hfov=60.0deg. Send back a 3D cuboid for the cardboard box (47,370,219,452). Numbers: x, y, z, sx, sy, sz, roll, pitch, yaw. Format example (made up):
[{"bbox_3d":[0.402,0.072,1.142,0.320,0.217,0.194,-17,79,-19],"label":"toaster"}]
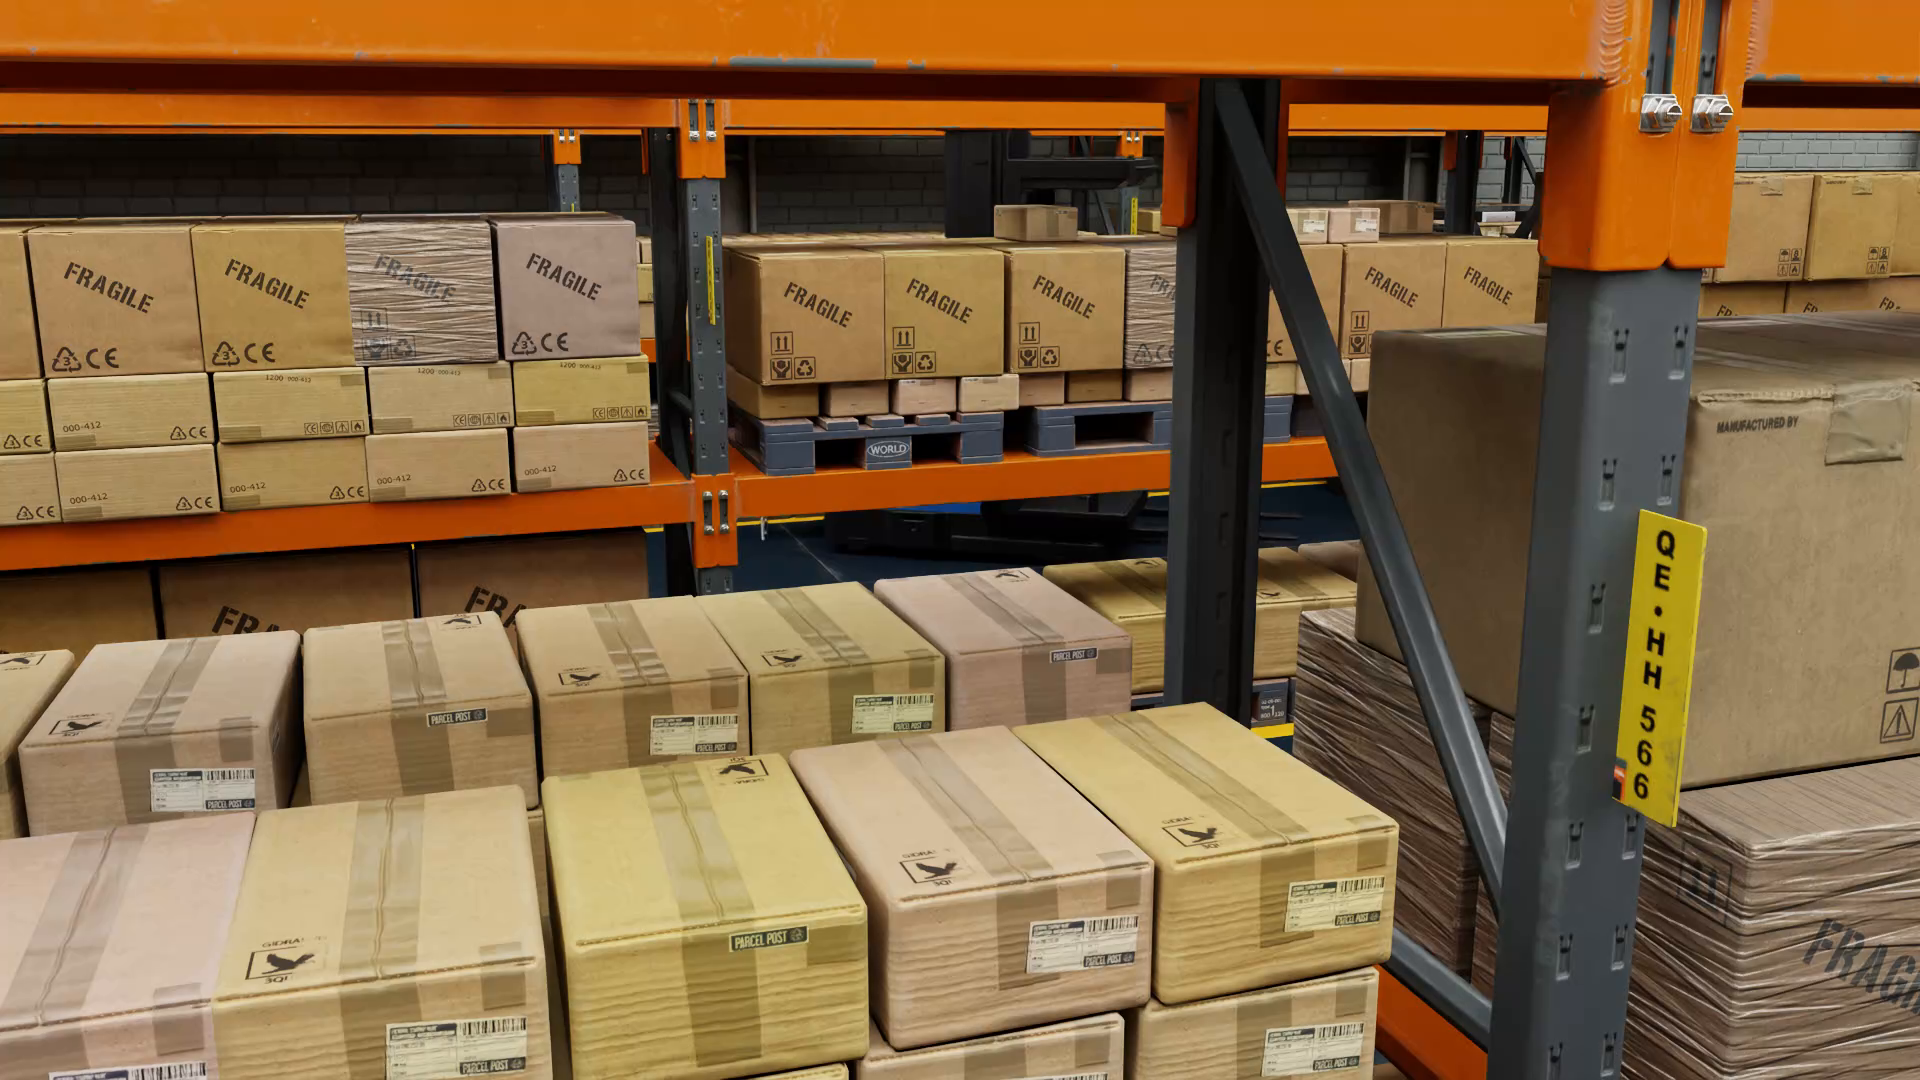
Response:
[{"bbox_3d":[-2.954,-0.496,5.988,0.500,0.250,0.500,-5,14,-20],"label":"cardboard box"}]

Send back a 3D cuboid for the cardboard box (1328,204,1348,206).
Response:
[{"bbox_3d":[3.223,-2.674,13.641,0.250,0.149,0.380,-5,14,-19],"label":"cardboard box"}]

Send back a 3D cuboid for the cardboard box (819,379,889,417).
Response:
[{"bbox_3d":[-0.475,-0.615,6.882,0.250,0.149,0.380,-5,14,-22],"label":"cardboard box"}]

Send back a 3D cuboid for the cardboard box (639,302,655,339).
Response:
[{"bbox_3d":[-2.209,-1.531,11.420,0.500,0.250,0.500,-4,14,-18],"label":"cardboard box"}]

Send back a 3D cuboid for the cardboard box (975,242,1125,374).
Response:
[{"bbox_3d":[0.373,-0.997,7.086,0.500,0.500,0.500,-4,14,-17],"label":"cardboard box"}]

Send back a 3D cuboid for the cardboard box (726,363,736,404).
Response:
[{"bbox_3d":[-0.885,-0.694,7.214,0.250,0.149,0.380,-4,14,-16],"label":"cardboard box"}]

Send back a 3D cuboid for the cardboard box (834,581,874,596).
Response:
[{"bbox_3d":[-0.582,0.498,7.337,0.625,0.372,0.950,-5,14,-22],"label":"cardboard box"}]

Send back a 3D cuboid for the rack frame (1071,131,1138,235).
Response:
[{"bbox_3d":[1.084,-1.920,12.732,0.127,3.000,1.000,-4,14,-18],"label":"rack frame"}]

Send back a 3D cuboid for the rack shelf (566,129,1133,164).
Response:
[{"bbox_3d":[-0.812,-2.882,11.847,4.000,0.370,1.077,-4,14,-18],"label":"rack shelf"}]

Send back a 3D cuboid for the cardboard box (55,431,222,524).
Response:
[{"bbox_3d":[-2.953,-0.250,6.037,0.500,0.250,0.500,-5,14,-19],"label":"cardboard box"}]

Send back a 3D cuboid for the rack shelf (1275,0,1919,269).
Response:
[{"bbox_3d":[2.449,-0.715,2.739,4.000,0.370,1.077,-4,14,-18],"label":"rack shelf"}]

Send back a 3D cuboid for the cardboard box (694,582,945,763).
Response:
[{"bbox_3d":[-0.200,0.182,2.243,0.250,0.149,0.380,-5,14,-20],"label":"cardboard box"}]

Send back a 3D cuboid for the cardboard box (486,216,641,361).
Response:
[{"bbox_3d":[-1.527,-0.976,6.386,0.500,0.500,0.500,-5,14,-20],"label":"cardboard box"}]

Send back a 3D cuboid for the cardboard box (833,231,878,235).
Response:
[{"bbox_3d":[-0.778,-2.203,12.304,0.250,0.149,0.380,-4,14,-18],"label":"cardboard box"}]

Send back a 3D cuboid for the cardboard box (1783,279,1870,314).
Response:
[{"bbox_3d":[4.125,-1.072,8.311,0.500,0.500,0.500,-5,14,-19],"label":"cardboard box"}]

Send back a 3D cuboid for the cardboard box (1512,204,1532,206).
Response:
[{"bbox_3d":[4.603,-2.651,13.546,0.250,0.149,0.380,-4,14,-18],"label":"cardboard box"}]

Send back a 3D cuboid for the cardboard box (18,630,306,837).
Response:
[{"bbox_3d":[-0.941,0.239,2.004,0.250,0.149,0.380,-4,14,-15],"label":"cardboard box"}]

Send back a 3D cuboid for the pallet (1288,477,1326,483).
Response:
[{"bbox_3d":[3.009,-0.704,13.645,1.213,0.211,1.003,-4,14,-18],"label":"pallet"}]

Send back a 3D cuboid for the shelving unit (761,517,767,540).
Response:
[{"bbox_3d":[-1.079,-0.611,11.115,0.503,1.200,0.258,0,13,-1],"label":"shelving unit"}]

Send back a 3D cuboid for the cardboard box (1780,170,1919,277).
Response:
[{"bbox_3d":[4.597,-1.619,8.446,0.500,0.500,0.700,-5,14,-18],"label":"cardboard box"}]

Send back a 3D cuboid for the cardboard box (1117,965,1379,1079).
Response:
[{"bbox_3d":[0.231,0.452,1.755,0.250,0.149,0.380,-4,14,-17],"label":"cardboard box"}]

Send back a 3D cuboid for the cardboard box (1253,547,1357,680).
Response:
[{"bbox_3d":[1.494,0.336,8.020,0.625,0.372,0.950,-4,14,-15],"label":"cardboard box"}]

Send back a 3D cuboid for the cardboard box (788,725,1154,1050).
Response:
[{"bbox_3d":[-0.003,0.325,1.643,0.250,0.149,0.380,-5,14,-19],"label":"cardboard box"}]

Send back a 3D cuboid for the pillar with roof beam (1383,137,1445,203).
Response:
[{"bbox_3d":[5.301,-4.336,9.924,0.400,9.000,9.100,-4,14,-18],"label":"pillar with roof beam"}]

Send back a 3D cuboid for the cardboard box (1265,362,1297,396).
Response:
[{"bbox_3d":[1.299,-0.743,7.419,0.250,0.149,0.380,-4,14,-18],"label":"cardboard box"}]

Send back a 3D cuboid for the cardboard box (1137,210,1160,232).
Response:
[{"bbox_3d":[1.481,-2.387,12.436,0.250,0.149,0.380,-4,14,-17],"label":"cardboard box"}]

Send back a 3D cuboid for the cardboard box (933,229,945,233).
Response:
[{"bbox_3d":[-0.061,-2.255,12.524,0.250,0.149,0.380,-5,14,-19],"label":"cardboard box"}]

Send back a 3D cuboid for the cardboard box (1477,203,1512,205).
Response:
[{"bbox_3d":[4.489,-2.746,13.945,0.250,0.149,0.380,-5,14,-19],"label":"cardboard box"}]

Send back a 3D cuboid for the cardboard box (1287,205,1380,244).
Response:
[{"bbox_3d":[1.656,-1.407,7.409,0.250,0.149,0.380,-5,14,-20],"label":"cardboard box"}]

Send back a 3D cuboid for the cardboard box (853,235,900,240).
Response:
[{"bbox_3d":[-0.597,-2.073,11.757,0.250,0.149,0.380,-5,14,-20],"label":"cardboard box"}]

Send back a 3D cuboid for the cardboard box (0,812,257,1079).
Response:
[{"bbox_3d":[-0.734,0.382,1.406,0.250,0.149,0.380,-4,14,-18],"label":"cardboard box"}]

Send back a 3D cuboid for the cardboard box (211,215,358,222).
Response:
[{"bbox_3d":[-2.628,-1.015,6.551,0.500,0.500,0.500,-4,14,-16],"label":"cardboard box"}]

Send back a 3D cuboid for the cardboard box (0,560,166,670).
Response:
[{"bbox_3d":[-3.496,0.457,6.425,0.875,0.875,0.875,-4,14,-16],"label":"cardboard box"}]

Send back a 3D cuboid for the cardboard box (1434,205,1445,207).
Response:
[{"bbox_3d":[3.880,-2.599,13.326,0.250,0.149,0.380,-4,14,-18],"label":"cardboard box"}]

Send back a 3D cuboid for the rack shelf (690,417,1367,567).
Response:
[{"bbox_3d":[0.775,-0.334,7.619,4.000,0.370,1.077,-4,14,-18],"label":"rack shelf"}]

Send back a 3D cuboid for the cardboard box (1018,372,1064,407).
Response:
[{"bbox_3d":[0.270,-0.676,7.137,0.250,0.149,0.380,-4,14,-15],"label":"cardboard box"}]

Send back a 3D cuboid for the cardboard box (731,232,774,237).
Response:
[{"bbox_3d":[-1.503,-2.142,12.050,0.250,0.149,0.380,-5,14,-18],"label":"cardboard box"}]

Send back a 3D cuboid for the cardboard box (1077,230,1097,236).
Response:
[{"bbox_3d":[0.831,-2.210,12.334,0.250,0.149,0.380,-4,14,-16],"label":"cardboard box"}]

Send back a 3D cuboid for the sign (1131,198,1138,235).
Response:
[{"bbox_3d":[1.266,-2.326,12.110,0.005,0.325,0.100,-4,14,-18],"label":"sign"}]

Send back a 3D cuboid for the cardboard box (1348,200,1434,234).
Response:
[{"bbox_3d":[2.112,-1.588,8.167,0.250,0.149,0.380,-5,14,-18],"label":"cardboard box"}]

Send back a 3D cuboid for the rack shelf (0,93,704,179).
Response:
[{"bbox_3d":[-3.016,-1.498,6.031,4.000,0.370,1.077,-4,14,-18],"label":"rack shelf"}]

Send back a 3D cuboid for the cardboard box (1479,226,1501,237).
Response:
[{"bbox_3d":[4.138,-2.461,13.390,0.250,0.149,0.380,-4,14,-17],"label":"cardboard box"}]

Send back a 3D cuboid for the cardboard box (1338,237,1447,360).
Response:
[{"bbox_3d":[1.836,-1.108,7.552,0.500,0.500,0.500,-4,14,-18],"label":"cardboard box"}]

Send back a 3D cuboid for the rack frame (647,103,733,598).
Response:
[{"bbox_3d":[-1.121,-0.536,6.915,0.127,3.000,1.000,-4,14,-18],"label":"rack frame"}]

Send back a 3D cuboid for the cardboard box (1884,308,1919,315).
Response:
[{"bbox_3d":[1.947,-0.100,2.704,0.500,0.500,0.700,-5,14,-19],"label":"cardboard box"}]

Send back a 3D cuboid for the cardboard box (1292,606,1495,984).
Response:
[{"bbox_3d":[0.895,0.401,2.758,0.500,0.500,0.500,-4,14,-18],"label":"cardboard box"}]

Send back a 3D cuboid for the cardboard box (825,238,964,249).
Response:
[{"bbox_3d":[-0.292,-1.069,7.388,0.500,0.500,0.500,-5,14,-19],"label":"cardboard box"}]

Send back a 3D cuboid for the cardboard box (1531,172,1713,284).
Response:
[{"bbox_3d":[3.157,-1.496,7.931,0.500,0.500,0.700,-5,14,-19],"label":"cardboard box"}]

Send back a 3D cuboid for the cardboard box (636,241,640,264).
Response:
[{"bbox_3d":[-2.311,-1.948,11.231,0.250,0.149,0.380,-4,14,-16],"label":"cardboard box"}]

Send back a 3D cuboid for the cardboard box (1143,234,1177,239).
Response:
[{"bbox_3d":[1.187,-1.187,7.884,0.500,0.500,0.500,-5,14,-18],"label":"cardboard box"}]

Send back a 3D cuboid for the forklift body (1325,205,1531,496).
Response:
[{"bbox_3d":[3.660,-1.262,11.801,1.214,2.155,2.313,-4,14,-18],"label":"forklift body"}]

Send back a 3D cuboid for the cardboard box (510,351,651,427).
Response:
[{"bbox_3d":[-1.499,-0.615,6.490,0.500,0.250,0.500,-5,14,-18],"label":"cardboard box"}]

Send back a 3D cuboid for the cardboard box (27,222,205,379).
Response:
[{"bbox_3d":[-2.966,-0.865,5.921,0.500,0.500,0.500,-5,14,-19],"label":"cardboard box"}]

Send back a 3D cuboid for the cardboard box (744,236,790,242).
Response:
[{"bbox_3d":[-1.351,-2.039,11.617,0.250,0.149,0.380,-4,14,-17],"label":"cardboard box"}]

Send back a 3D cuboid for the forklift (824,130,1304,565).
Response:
[{"bbox_3d":[0.691,-1.376,10.595,3.031,2.935,1.130,3,14,14],"label":"forklift"}]

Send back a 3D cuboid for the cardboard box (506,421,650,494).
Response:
[{"bbox_3d":[-1.517,-0.369,6.536,0.500,0.250,0.500,-5,14,-20],"label":"cardboard box"}]

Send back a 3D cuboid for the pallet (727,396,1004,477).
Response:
[{"bbox_3d":[-0.479,-0.519,7.257,1.003,0.211,1.213,-4,14,-18],"label":"pallet"}]
